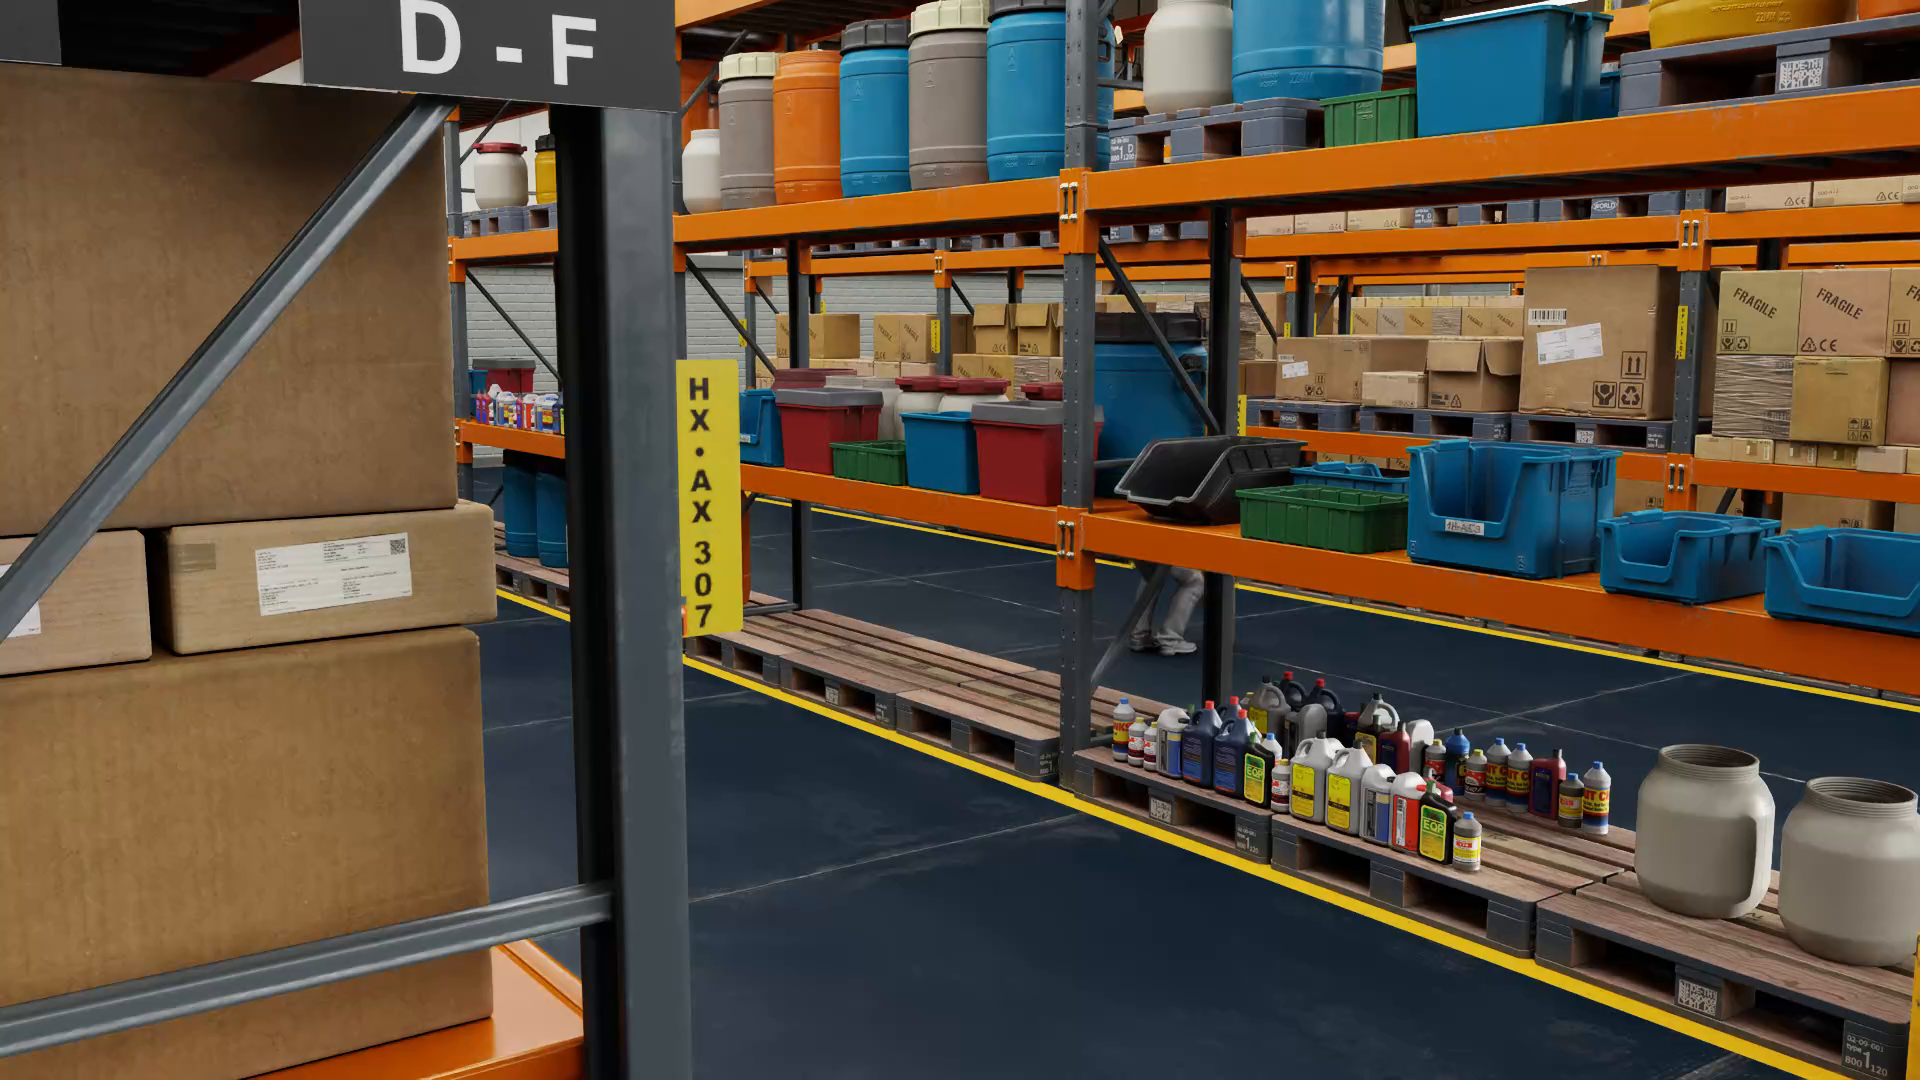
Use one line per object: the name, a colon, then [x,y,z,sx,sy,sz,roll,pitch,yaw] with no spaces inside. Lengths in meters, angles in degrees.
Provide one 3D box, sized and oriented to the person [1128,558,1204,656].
person: [1.461,0.141,10.962,0.988,1.158,0.485,-6,10,-38]
